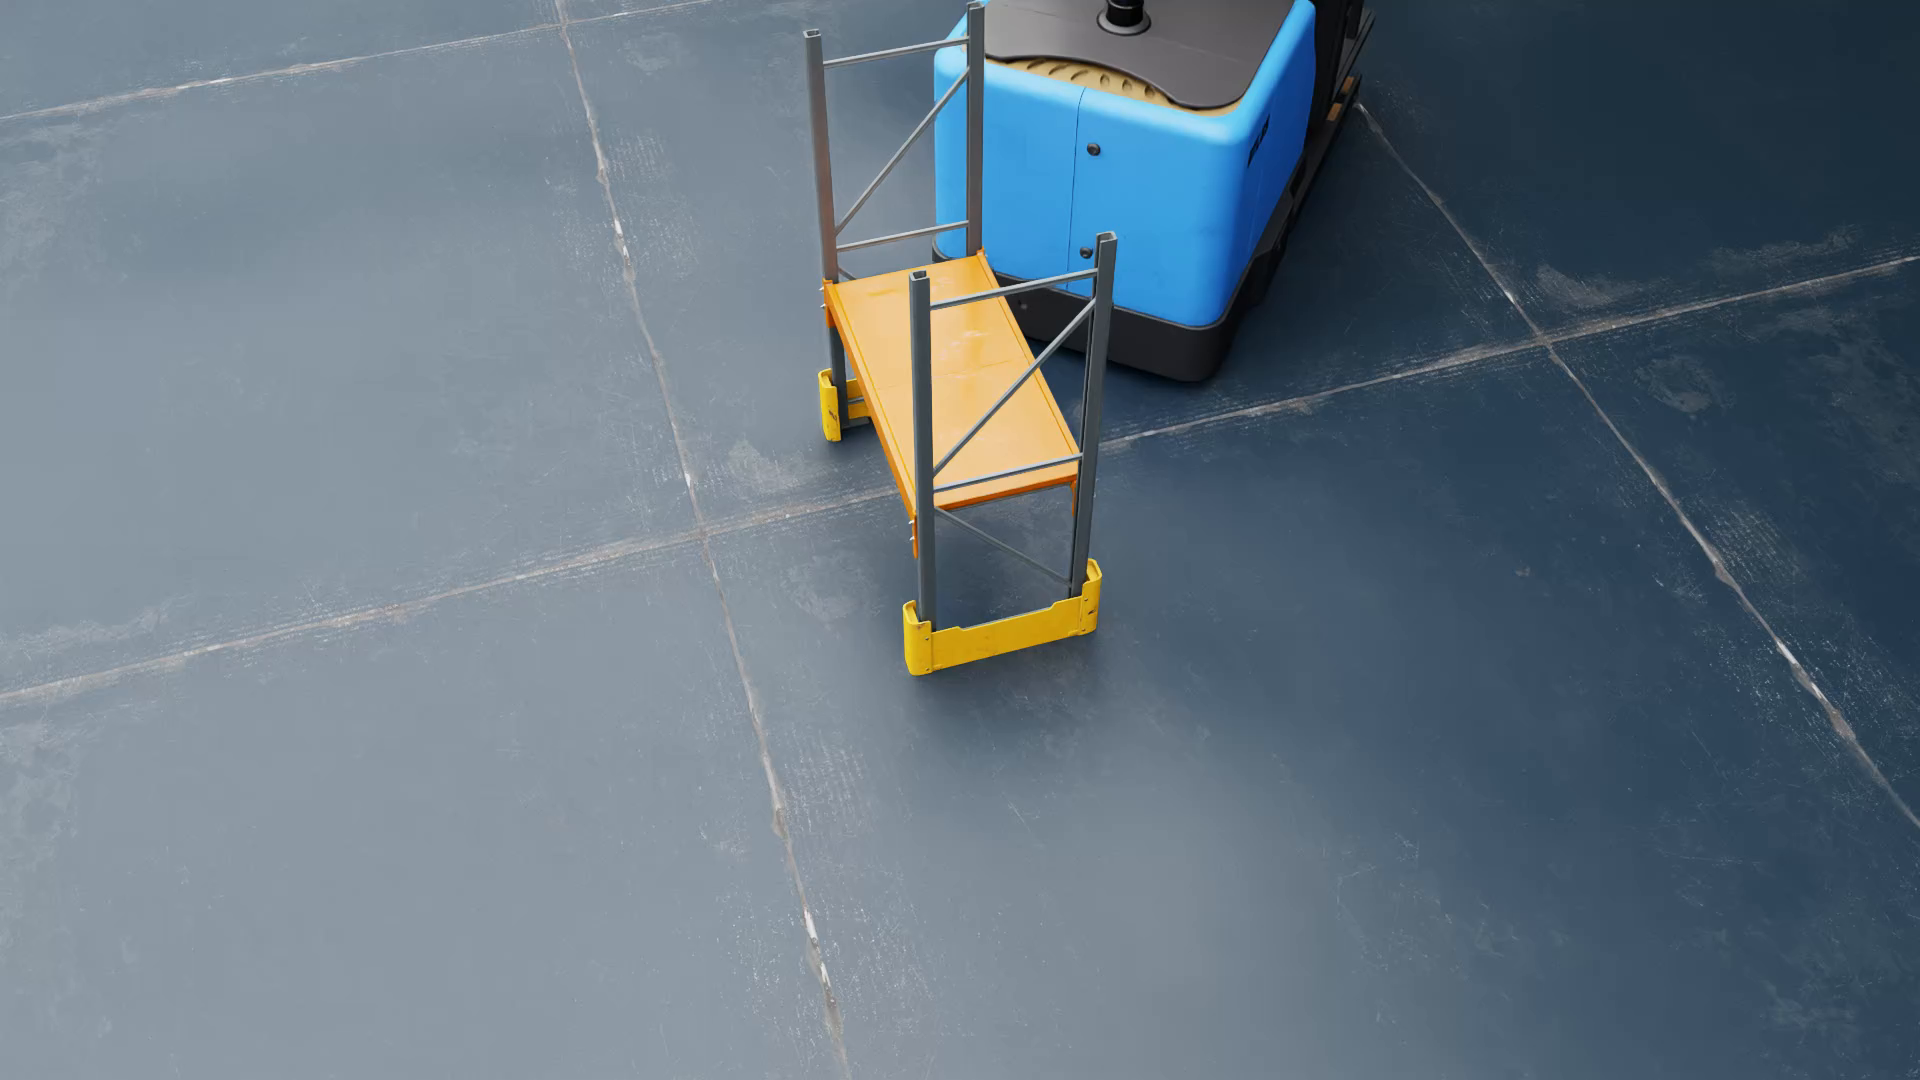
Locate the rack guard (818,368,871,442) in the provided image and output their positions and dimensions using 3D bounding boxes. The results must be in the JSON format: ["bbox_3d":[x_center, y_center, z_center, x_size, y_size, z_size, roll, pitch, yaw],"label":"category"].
[{"bbox_3d":[-0.170,-0.500,5.508,0.587,0.250,0.087,-13,51,-11],"label":"rack guard"}]

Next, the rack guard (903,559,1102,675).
[{"bbox_3d":[0.125,0.227,4.895,0.587,0.250,0.087,-13,51,-11],"label":"rack guard"}]

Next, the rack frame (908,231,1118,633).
[{"bbox_3d":[0.125,-0.174,4.416,0.500,1.500,0.032,-13,51,-11],"label":"rack frame"}]

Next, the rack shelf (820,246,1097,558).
[{"bbox_3d":[-0.025,-0.430,4.867,0.538,0.185,1.000,-13,51,-11],"label":"rack shelf"}]

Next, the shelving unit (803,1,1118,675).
[{"bbox_3d":[-0.023,-0.539,4.724,0.587,1.500,1.083,-13,51,-11],"label":"shelving unit"}]

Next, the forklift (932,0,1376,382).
[{"bbox_3d":[0.954,-2.626,5.547,1.130,2.935,3.031,18,52,15],"label":"forklift"}]

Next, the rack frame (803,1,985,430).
[{"bbox_3d":[-0.176,-0.917,5.042,0.500,1.500,0.032,-13,51,-11],"label":"rack frame"}]
